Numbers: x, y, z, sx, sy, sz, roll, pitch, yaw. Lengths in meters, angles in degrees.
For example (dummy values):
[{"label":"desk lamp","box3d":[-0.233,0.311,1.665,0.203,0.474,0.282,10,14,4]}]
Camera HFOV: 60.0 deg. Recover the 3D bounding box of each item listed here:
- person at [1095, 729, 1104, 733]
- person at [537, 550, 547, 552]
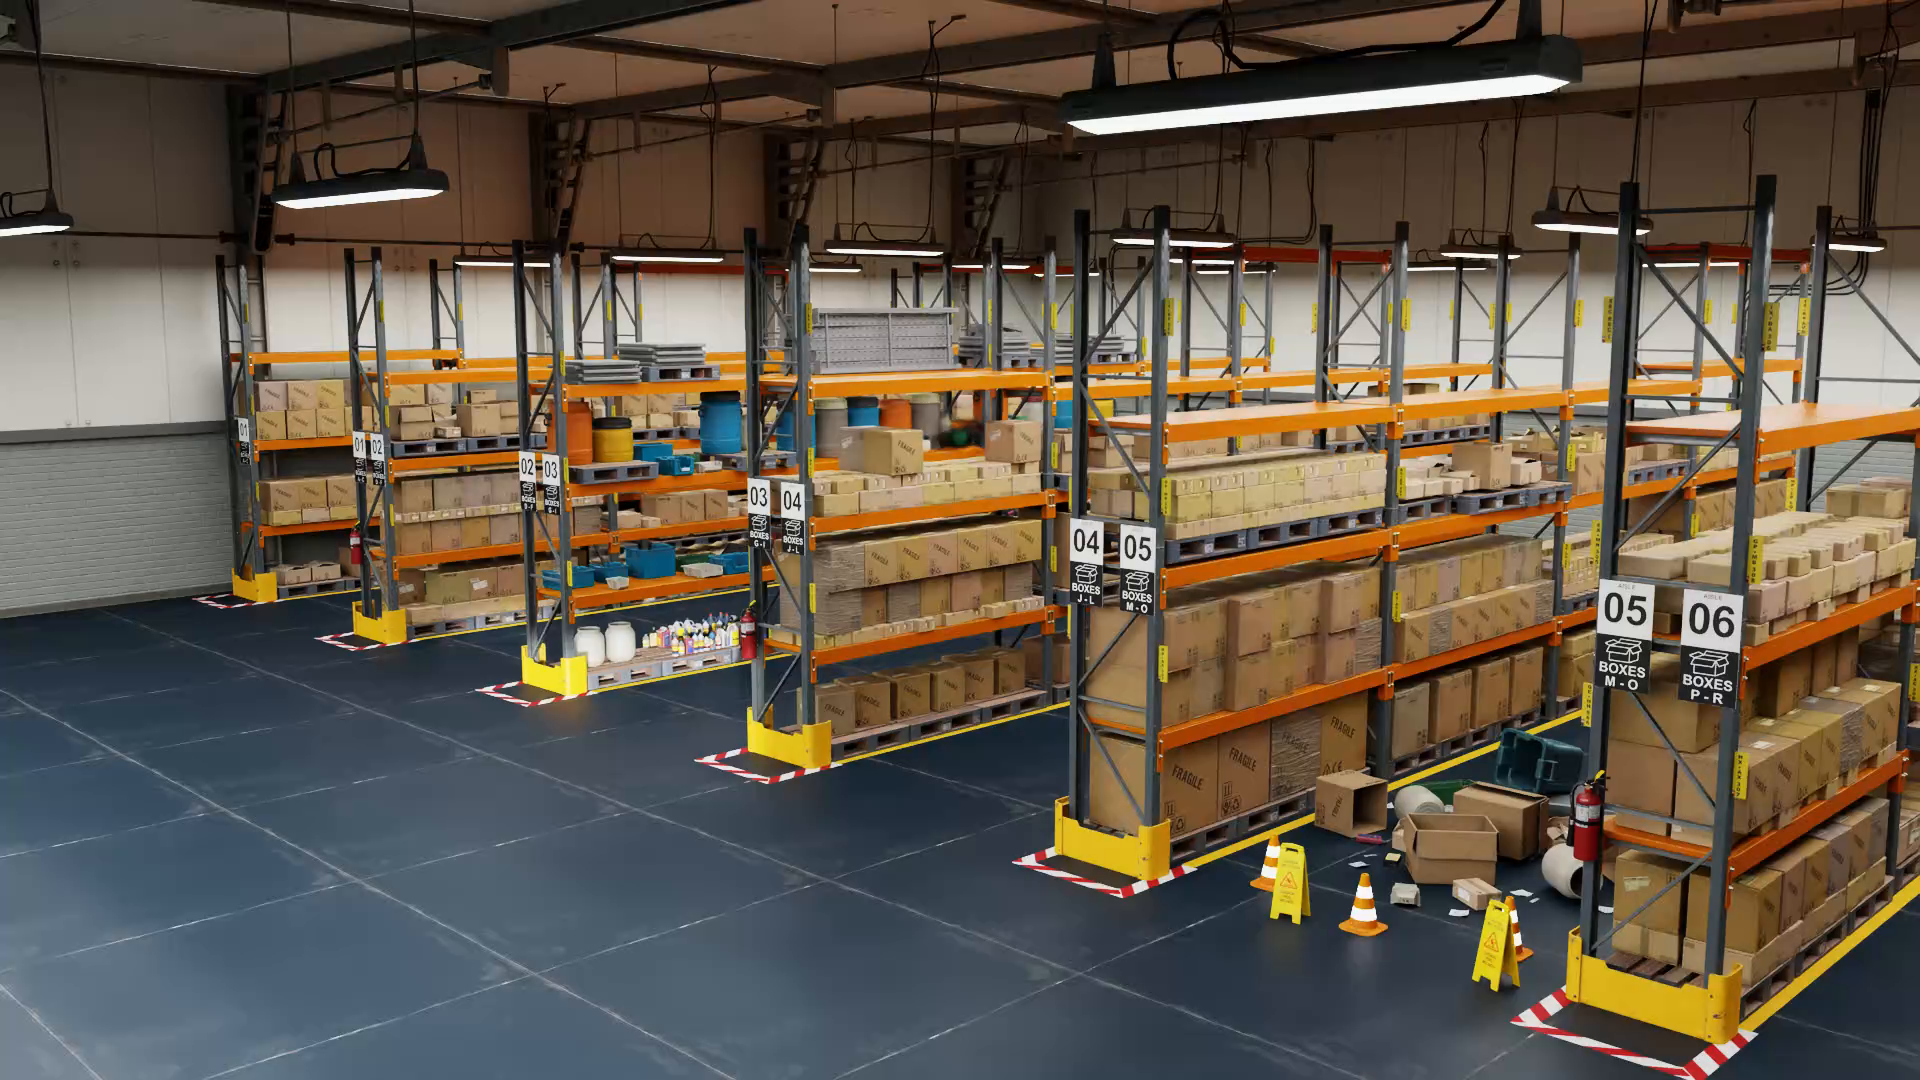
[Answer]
[{"label":"person","box3d":[1.693,1.781,18.338,0.607,1.665,0.789,6,10,38]},{"label":"person","box3d":[-7.455,0.067,30.016,0.668,1.728,0.639,7,10,39]}]
